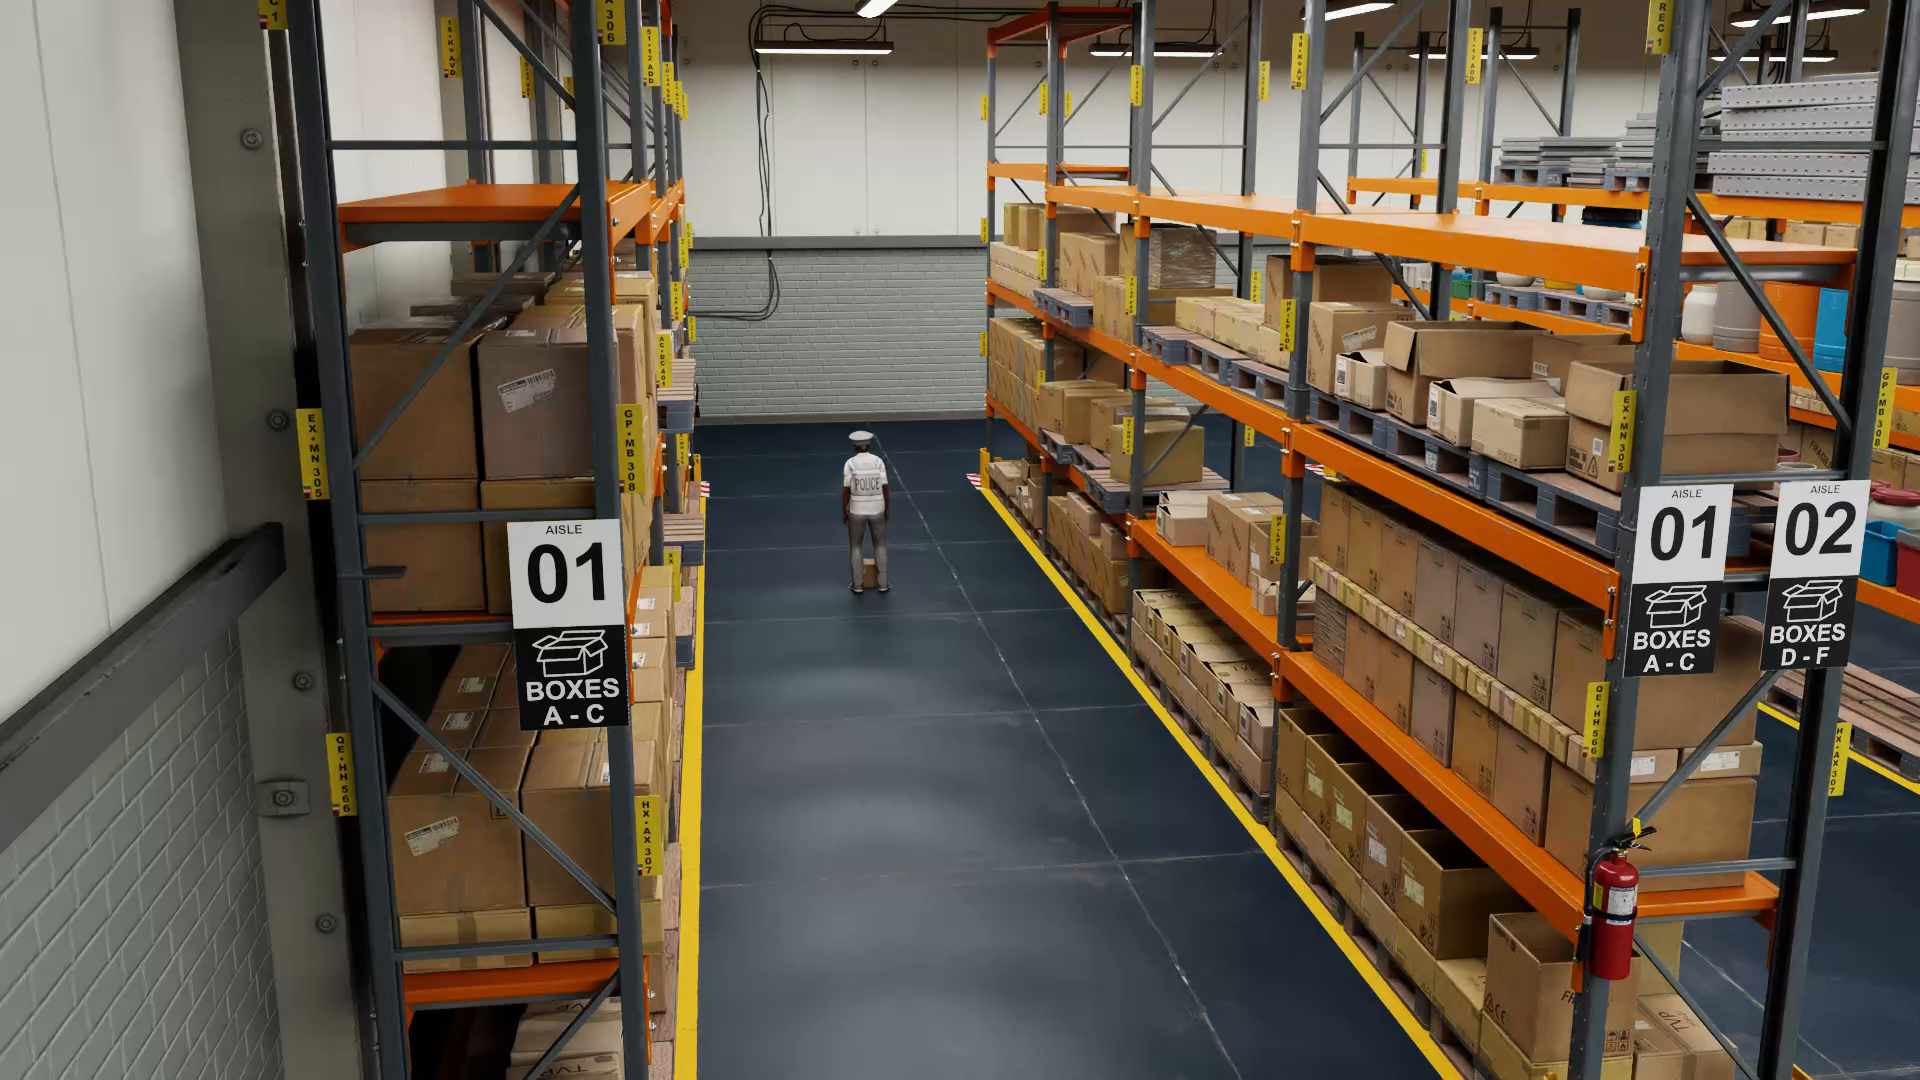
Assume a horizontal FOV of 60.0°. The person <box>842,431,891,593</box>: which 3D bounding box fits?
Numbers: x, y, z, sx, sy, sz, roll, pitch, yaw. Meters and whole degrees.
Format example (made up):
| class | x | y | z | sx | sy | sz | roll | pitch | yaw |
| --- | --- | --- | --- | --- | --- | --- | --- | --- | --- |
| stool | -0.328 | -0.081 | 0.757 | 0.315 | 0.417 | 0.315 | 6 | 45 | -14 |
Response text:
| class | x | y | z | sx | sy | sz | roll | pitch | yaw |
| --- | --- | --- | --- | --- | --- | --- | --- | --- | --- |
| person | -0.963 | -0.280 | 17.178 | 0.521 | 1.657 | 0.395 | -3 | 14 | -11 |
